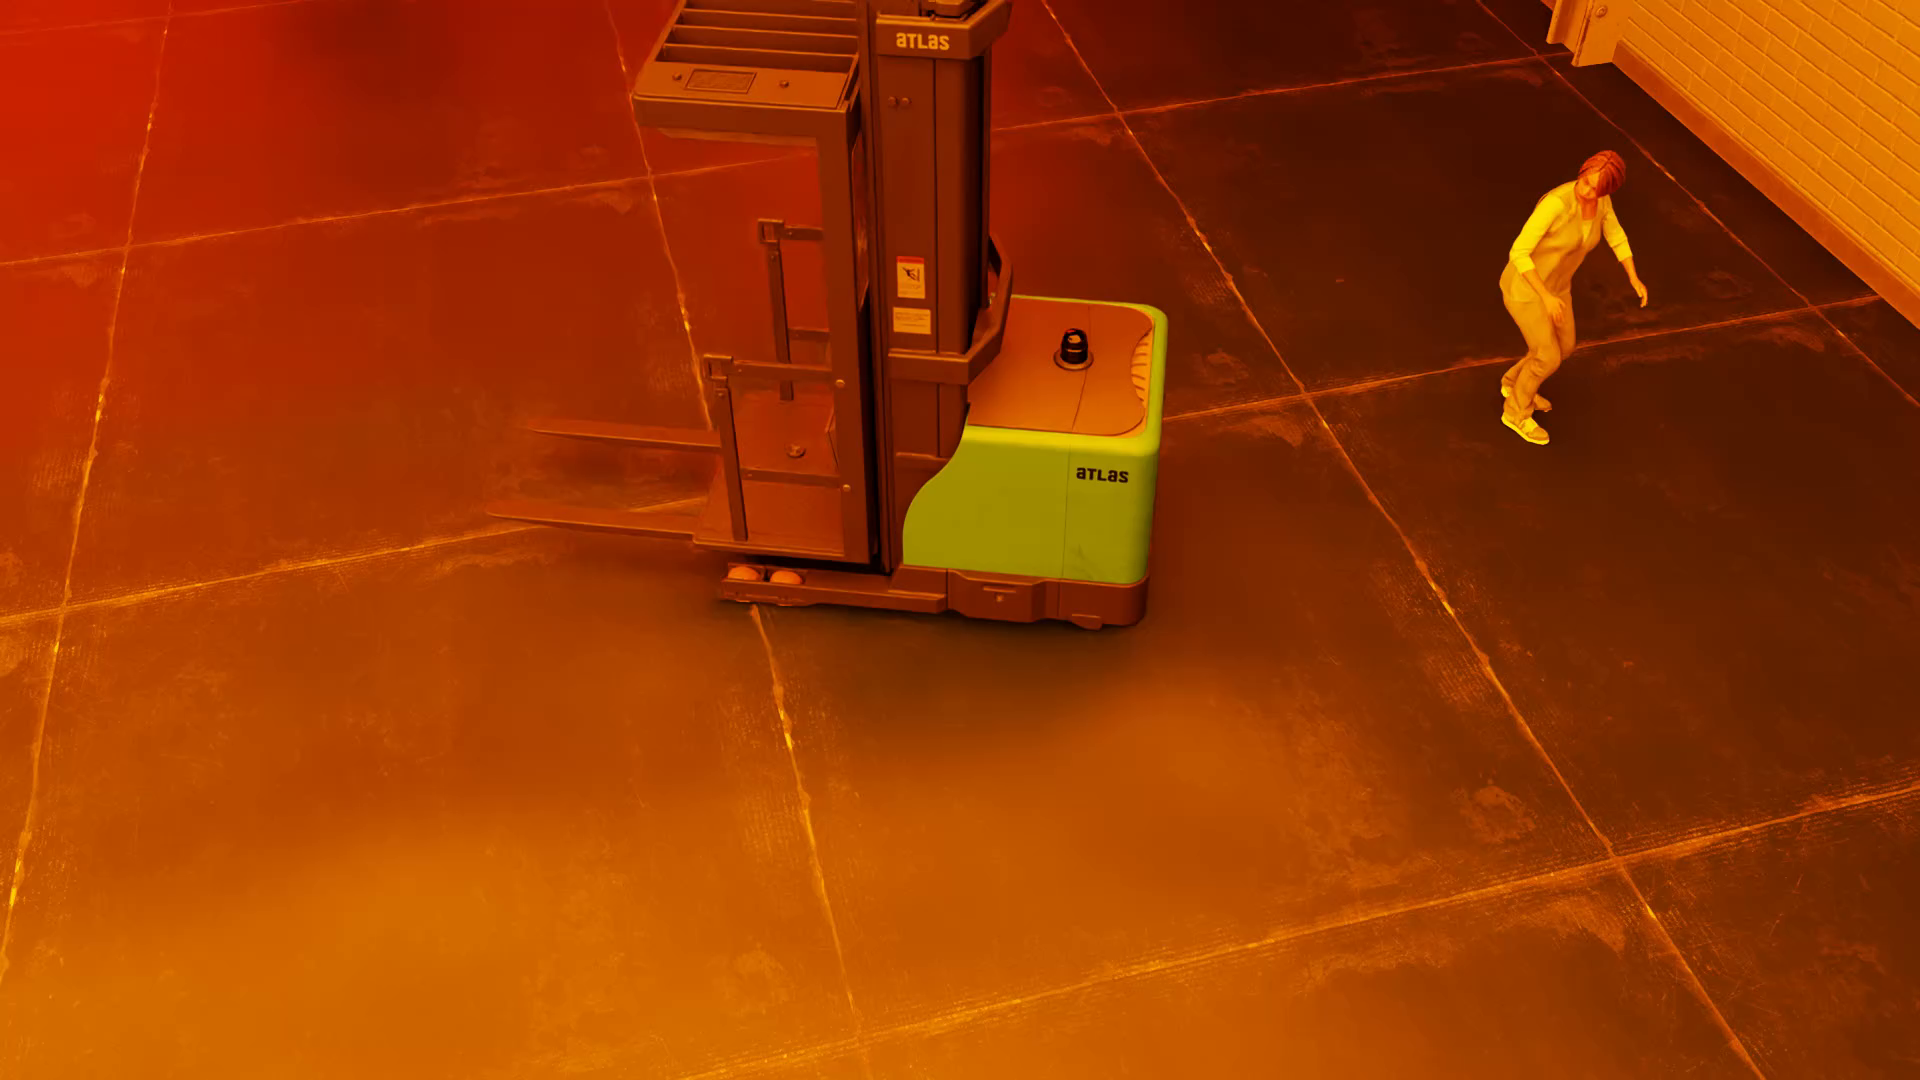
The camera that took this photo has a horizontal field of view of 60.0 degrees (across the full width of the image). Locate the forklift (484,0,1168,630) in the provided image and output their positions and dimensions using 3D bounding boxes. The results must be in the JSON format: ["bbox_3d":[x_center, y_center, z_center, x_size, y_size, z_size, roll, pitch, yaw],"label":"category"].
[{"bbox_3d":[-0.630,-1.122,6.832,3.031,2.935,1.130,5,44,5],"label":"forklift"}]

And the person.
[{"bbox_3d":[2.868,-1.137,7.898,0.657,1.549,0.570,-28,50,-26],"label":"person"}]
